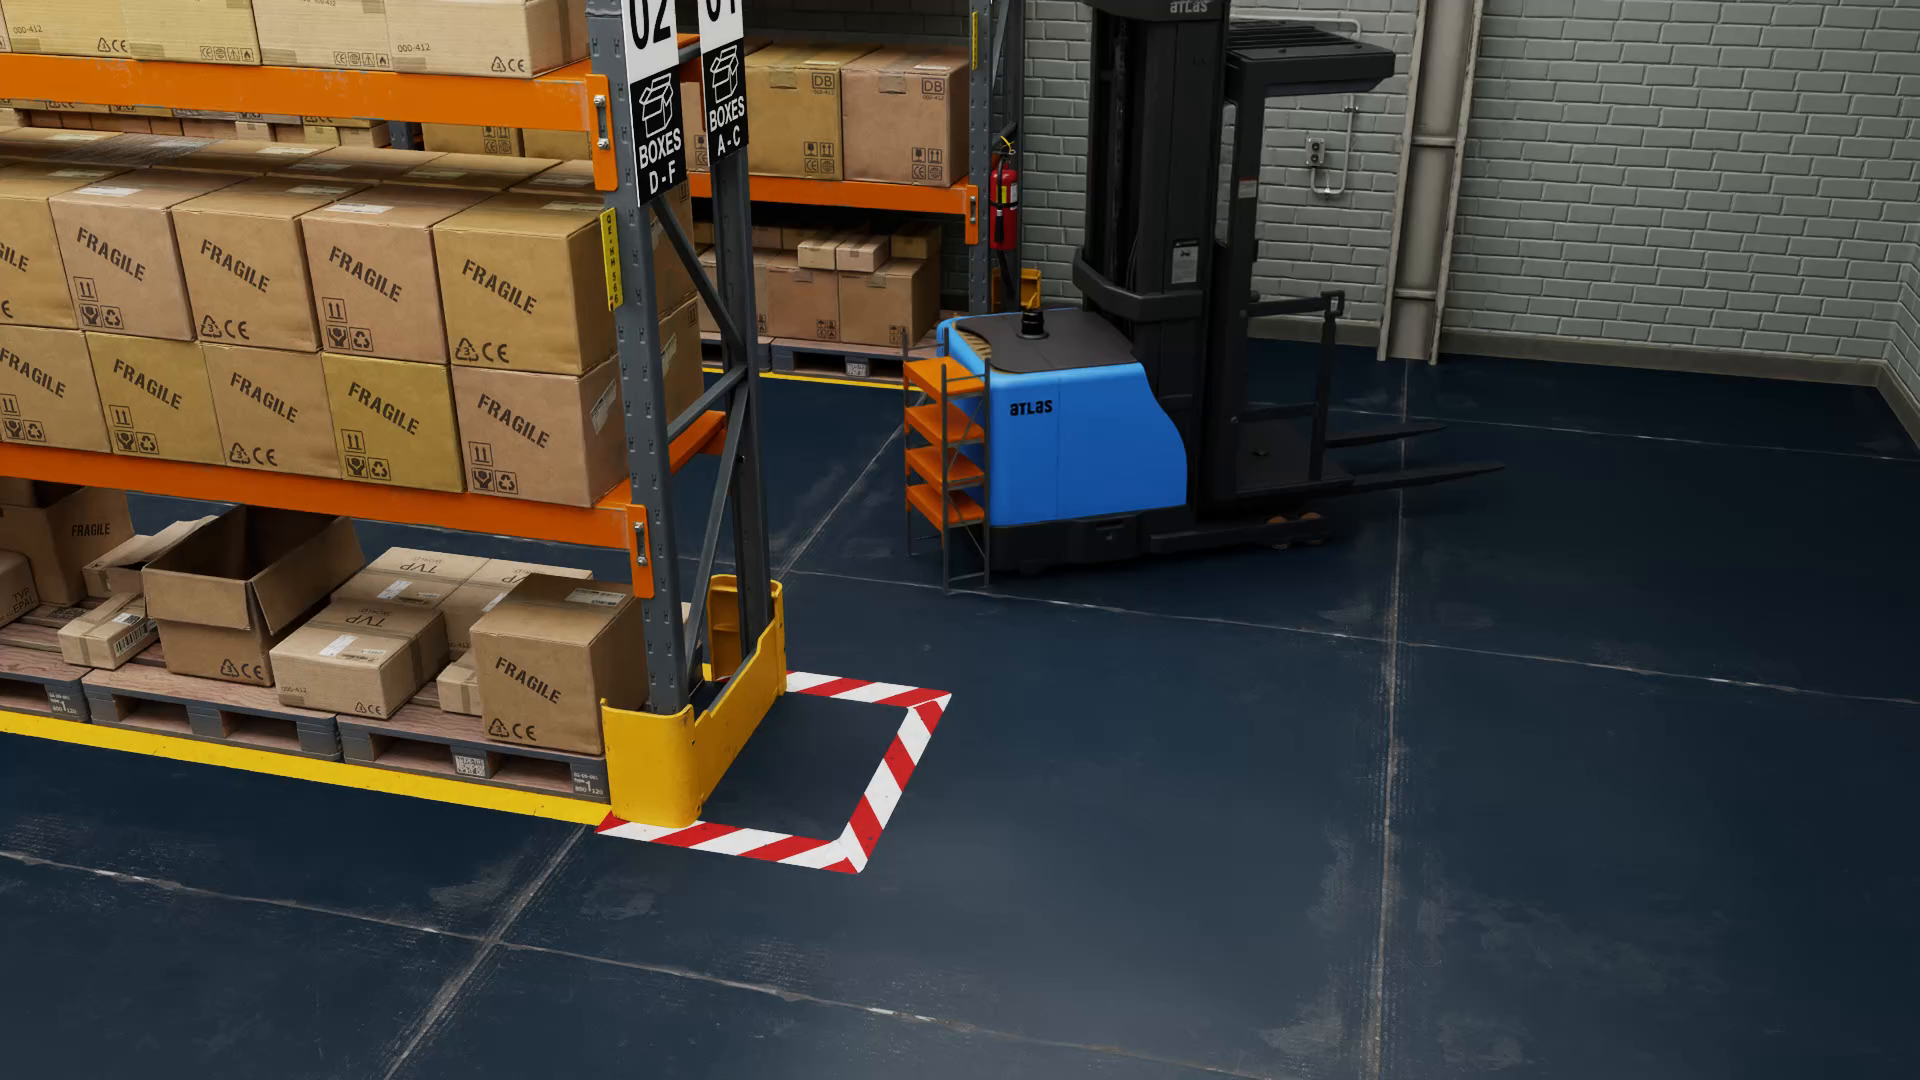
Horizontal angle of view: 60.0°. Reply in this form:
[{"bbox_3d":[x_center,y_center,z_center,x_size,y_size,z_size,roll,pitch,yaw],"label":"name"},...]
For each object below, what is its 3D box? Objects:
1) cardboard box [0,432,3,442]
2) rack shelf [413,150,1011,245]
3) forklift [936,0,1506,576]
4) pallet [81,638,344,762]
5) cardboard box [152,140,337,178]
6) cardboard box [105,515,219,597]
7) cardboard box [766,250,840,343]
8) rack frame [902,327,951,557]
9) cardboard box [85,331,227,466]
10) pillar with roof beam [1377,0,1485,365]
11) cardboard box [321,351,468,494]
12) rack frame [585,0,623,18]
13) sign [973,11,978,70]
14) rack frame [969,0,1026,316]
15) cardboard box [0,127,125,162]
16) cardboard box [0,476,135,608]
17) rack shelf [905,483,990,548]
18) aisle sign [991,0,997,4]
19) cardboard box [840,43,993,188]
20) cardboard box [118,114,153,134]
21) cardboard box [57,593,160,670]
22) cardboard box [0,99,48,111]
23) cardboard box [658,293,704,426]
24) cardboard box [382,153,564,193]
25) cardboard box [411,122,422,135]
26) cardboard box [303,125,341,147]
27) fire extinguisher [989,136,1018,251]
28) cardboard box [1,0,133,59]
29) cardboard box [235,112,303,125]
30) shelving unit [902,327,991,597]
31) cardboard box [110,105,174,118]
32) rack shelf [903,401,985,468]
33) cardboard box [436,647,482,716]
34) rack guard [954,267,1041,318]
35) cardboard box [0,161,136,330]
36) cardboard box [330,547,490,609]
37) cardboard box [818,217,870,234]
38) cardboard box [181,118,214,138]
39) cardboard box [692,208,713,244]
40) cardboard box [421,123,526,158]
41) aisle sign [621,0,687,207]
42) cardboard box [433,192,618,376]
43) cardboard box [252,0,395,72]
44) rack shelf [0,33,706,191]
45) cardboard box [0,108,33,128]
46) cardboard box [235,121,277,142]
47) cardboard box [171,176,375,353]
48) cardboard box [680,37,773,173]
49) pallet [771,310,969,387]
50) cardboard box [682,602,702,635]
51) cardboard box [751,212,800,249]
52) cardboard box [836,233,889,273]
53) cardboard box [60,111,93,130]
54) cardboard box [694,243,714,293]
[{"bbox_3d":[-3.942,-0.740,6.699,0.500,0.500,0.500,7,26,14],"label":"cardboard box"},{"bbox_3d":[-1.698,-2.440,11.223,4.000,0.370,1.077,6,26,13],"label":"rack shelf"},{"bbox_3d":[1.437,-1.485,8.460,3.031,2.935,1.130,-7,26,-14],"label":"forklift"},{"bbox_3d":[-3.015,0.546,7.358,1.213,0.211,1.003,6,26,13],"label":"pallet"},{"bbox_3d":[-2.839,-1.305,6.722,0.500,0.500,0.500,6,26,13],"label":"cardboard box"},{"bbox_3d":[-3.516,0.122,7.621,0.500,0.311,0.500,6,26,13],"label":"cardboard box"},{"bbox_3d":[-0.948,-1.699,11.249,0.500,0.500,0.700,6,26,13],"label":"cardboard box"},{"bbox_3d":[-0.164,-0.478,8.357,0.240,1.200,0.015,-11,27,-21],"label":"rack frame"},{"bbox_3d":[-2.965,-0.632,6.472,0.500,0.500,0.500,6,26,12],"label":"cardboard box"},{"bbox_3d":[1.998,-3.539,5.714,0.400,9.000,9.100,6,26,13],"label":"pillar with roof beam"},{"bbox_3d":[-1.996,-0.522,6.241,0.500,0.500,0.500,7,26,13],"label":"cardboard box"},{"bbox_3d":[-0.991,-3.197,4.997,0.127,3.000,1.000,6,26,13],"label":"rack frame"},{"bbox_3d":[0.091,-2.957,9.848,0.005,0.325,0.100,6,26,13],"label":"sign"},{"bbox_3d":[0.239,-2.551,10.619,0.127,3.000,1.000,6,26,13],"label":"rack frame"},{"bbox_3d":[-3.814,-1.413,6.949,0.500,0.500,0.500,6,26,12],"label":"cardboard box"},{"bbox_3d":[-4.242,-0.044,7.749,0.500,0.500,0.500,6,26,13],"label":"cardboard box"},{"bbox_3d":[-0.066,-0.142,8.269,0.258,0.148,0.480,-11,27,-21],"label":"rack shelf"},{"bbox_3d":[0.234,-3.592,9.782,0.004,0.787,0.394,6,26,13],"label":"aisle sign"},{"bbox_3d":[-0.257,-2.737,10.661,0.700,0.700,0.980,8,26,15],"label":"cardboard box"},{"bbox_3d":[-5.759,-3.012,11.856,0.250,0.149,0.380,6,26,13],"label":"cardboard box"},{"bbox_3d":[-3.672,0.387,7.231,0.250,0.166,0.380,6,26,13],"label":"cardboard box"},{"bbox_3d":[-6.597,-3.378,11.869,0.500,0.500,0.500,7,26,15],"label":"cardboard box"},{"bbox_3d":[-1.355,-0.691,6.595,0.500,0.500,0.500,7,26,14],"label":"cardboard box"},{"bbox_3d":[-1.863,-1.195,6.491,0.500,0.500,0.500,7,26,14],"label":"cardboard box"},{"bbox_3d":[-3.910,-2.994,11.817,0.250,0.149,0.380,5,26,11],"label":"cardboard box"},{"bbox_3d":[-4.283,-2.811,11.433,0.250,0.149,0.380,7,26,14],"label":"cardboard box"},{"bbox_3d":[0.270,-2.140,10.278,0.183,0.674,0.296,6,26,13],"label":"fire extinguisher"},{"bbox_3d":[-3.003,-1.887,5.909,0.500,0.250,0.500,6,26,13],"label":"cardboard box"},{"bbox_3d":[-4.641,-3.163,11.418,0.500,0.500,0.500,7,26,13],"label":"cardboard box"},{"bbox_3d":[-0.067,-0.382,8.155,0.258,1.200,0.503,-11,27,-21],"label":"shelving unit"},{"bbox_3d":[-5.610,-3.272,11.647,0.500,0.500,0.500,7,26,14],"label":"cardboard box"},{"bbox_3d":[-0.068,-0.524,8.087,0.258,0.148,0.480,-11,27,-21],"label":"rack shelf"},{"bbox_3d":[-1.949,0.556,6.878,0.250,0.166,0.380,6,26,13],"label":"cardboard box"},{"bbox_3d":[0.263,-1.420,11.151,0.348,0.500,1.175,6,26,13],"label":"rack guard"},{"bbox_3d":[-3.481,-1.135,6.366,0.500,0.500,0.500,6,26,11],"label":"cardboard box"},{"bbox_3d":[-2.415,0.271,7.378,0.500,0.250,0.500,6,26,13],"label":"cardboard box"},{"bbox_3d":[-0.783,-2.062,11.257,0.250,0.149,0.380,6,26,13],"label":"cardboard box"},{"bbox_3d":[-5.252,-2.948,11.721,0.250,0.149,0.380,6,26,12],"label":"cardboard box"},{"bbox_3d":[-1.766,-2.171,11.484,0.250,0.149,0.380,6,26,12],"label":"cardboard box"},{"bbox_3d":[-3.113,-3.050,11.318,0.700,0.700,0.980,7,26,14],"label":"cardboard box"},{"bbox_3d":[-1.001,-1.527,5.445,0.004,0.787,0.394,6,26,13],"label":"aisle sign"},{"bbox_3d":[-1.490,-0.918,5.910,0.500,0.500,0.500,6,26,13],"label":"cardboard box"},{"bbox_3d":[-2.036,-1.778,5.681,0.500,0.250,0.500,6,26,13],"label":"cardboard box"},{"bbox_3d":[-2.928,-1.732,6.246,4.000,0.370,1.077,6,26,13],"label":"rack shelf"},{"bbox_3d":[-6.769,-3.077,11.993,0.250,0.149,0.380,7,26,15],"label":"cardboard box"},{"bbox_3d":[-4.793,-2.861,11.539,0.250,0.149,0.380,6,26,13],"label":"cardboard box"},{"bbox_3d":[-2.483,-1.026,6.135,0.500,0.500,0.500,7,26,14],"label":"cardboard box"},{"bbox_3d":[-1.701,-2.896,10.994,0.700,0.700,0.980,5,26,10],"label":"cardboard box"},{"bbox_3d":[-0.555,-1.345,11.330,1.213,0.211,1.003,6,26,13],"label":"pallet"},{"bbox_3d":[-1.311,0.412,7.199,0.250,0.149,0.380,6,26,13],"label":"cardboard box"},{"bbox_3d":[-1.272,-2.116,11.370,0.250,0.149,0.380,7,26,14],"label":"cardboard box"},{"bbox_3d":[-0.633,-1.876,10.866,0.250,0.149,0.380,6,26,12],"label":"cardboard box"},{"bbox_3d":[-6.241,-3.078,11.994,0.250,0.149,0.380,7,26,14],"label":"cardboard box"},{"bbox_3d":[-1.954,-1.807,11.475,0.500,0.500,0.700,7,26,14],"label":"cardboard box"}]
